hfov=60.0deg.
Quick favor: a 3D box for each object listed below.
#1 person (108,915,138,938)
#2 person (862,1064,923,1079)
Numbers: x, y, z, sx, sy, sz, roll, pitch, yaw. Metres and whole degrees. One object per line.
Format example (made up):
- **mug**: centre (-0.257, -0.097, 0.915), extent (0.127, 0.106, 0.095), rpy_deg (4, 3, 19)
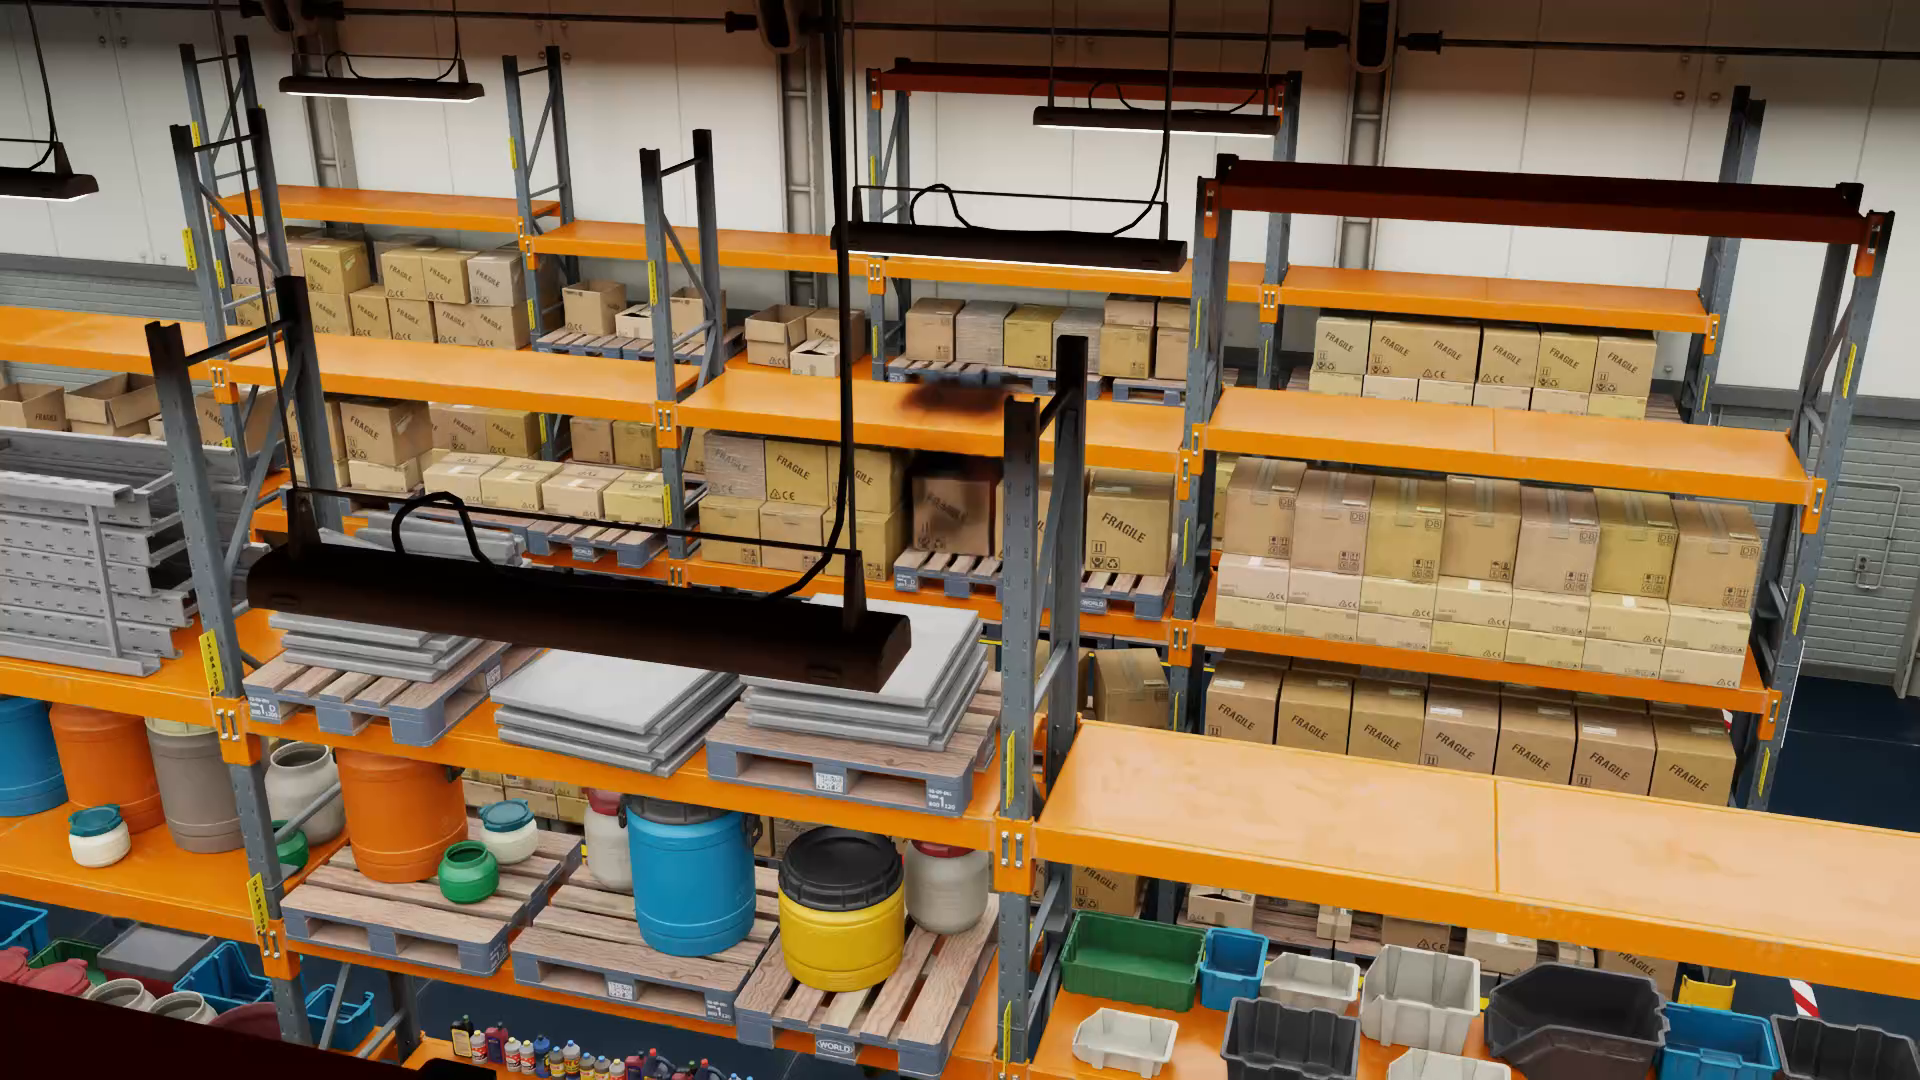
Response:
- **person**: centre (-6.467, 2.368, 12.727), extent (0.474, 1.756, 0.583), rpy_deg (20, 30, 39)
- **person**: centre (-0.498, 2.923, 11.083), extent (0.622, 1.786, 0.499), rpy_deg (12, 25, 27)
